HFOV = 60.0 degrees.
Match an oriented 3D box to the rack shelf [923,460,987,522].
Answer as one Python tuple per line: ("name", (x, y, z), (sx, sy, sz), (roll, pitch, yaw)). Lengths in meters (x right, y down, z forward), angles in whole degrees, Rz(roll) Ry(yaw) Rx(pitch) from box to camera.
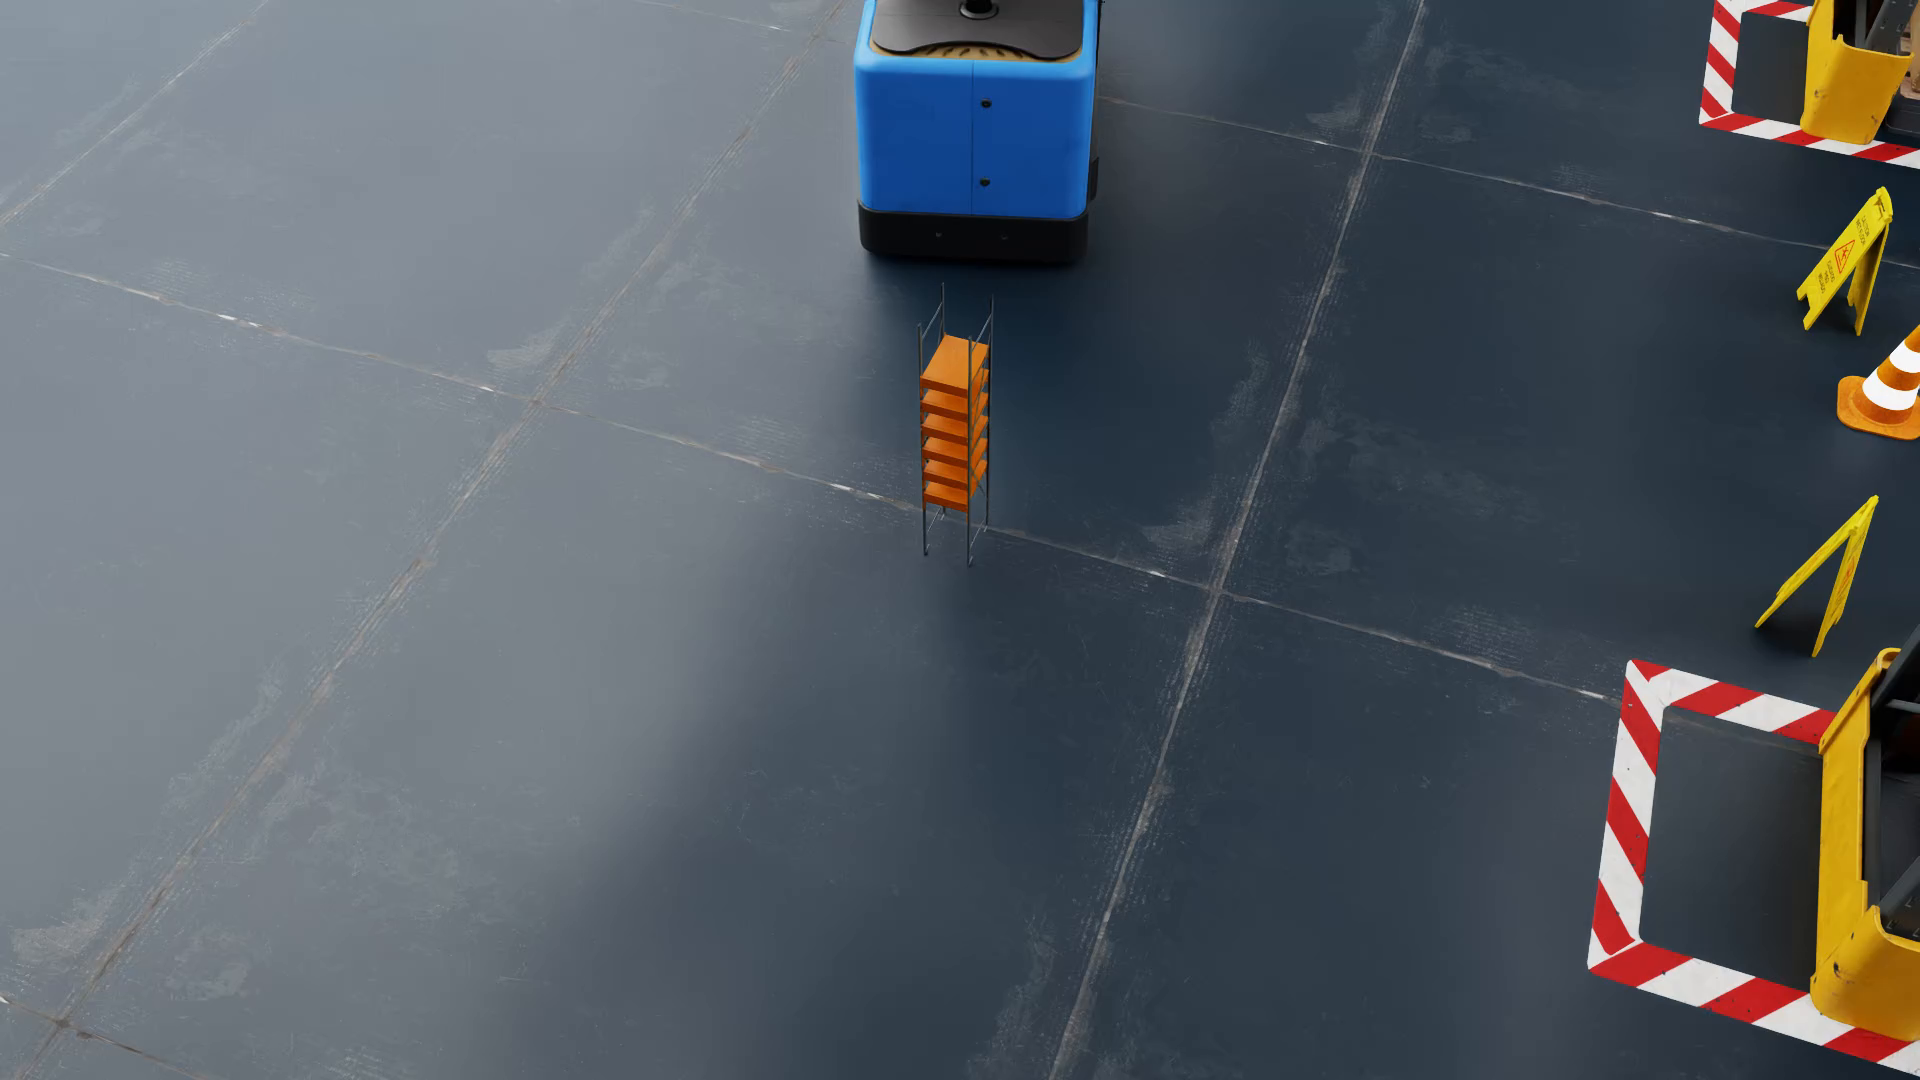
("rack shelf", (-0.014, -0.210, 6.381), (0.180, 0.103, 0.258), (16, 51, 13))

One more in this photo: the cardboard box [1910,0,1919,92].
("cardboard box", (5.286, -2.710, 8.108), (0.875, 0.875, 0.875), (16, 51, 13))

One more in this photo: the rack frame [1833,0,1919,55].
("rack frame", (4.627, -3.399, 7.578), (0.127, 3.000, 1.000), (16, 51, 13))

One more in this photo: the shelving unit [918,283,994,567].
("shelving unit", (-0.014, -0.397, 6.166), (0.189, 1.200, 0.258), (16, 51, 13))

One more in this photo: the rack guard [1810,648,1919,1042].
("rack guard", (3.078, 0.975, 5.441), (0.348, 0.500, 1.175), (16, 51, 13))

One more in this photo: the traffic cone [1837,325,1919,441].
("traffic cone", (3.923, -0.711, 6.926), (0.334, 0.463, 0.336), (16, 51, 13))

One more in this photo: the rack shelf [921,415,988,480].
("rack shelf", (-0.014, -0.368, 6.200), (0.180, 0.103, 0.258), (16, 51, 13))

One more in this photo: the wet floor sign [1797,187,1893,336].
("wet floor sign", (3.914, -1.232, 7.257), (0.232, 0.644, 0.267), (8, 50, 7))

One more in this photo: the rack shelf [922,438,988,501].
("rack shelf", (-0.014, -0.289, 6.291), (0.180, 0.103, 0.258), (16, 51, 13))

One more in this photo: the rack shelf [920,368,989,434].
("rack shelf", (-0.014, -0.525, 6.019), (0.180, 0.103, 0.258), (16, 51, 13))

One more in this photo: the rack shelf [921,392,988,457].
("rack shelf", (-0.014, -0.446, 6.109), (0.180, 0.103, 0.258), (16, 51, 13))

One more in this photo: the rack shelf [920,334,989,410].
("rack shelf", (-0.014, -0.603, 5.928), (0.180, 0.103, 0.258), (16, 51, 13))

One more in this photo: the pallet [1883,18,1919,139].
("pallet", (5.404, -2.332, 8.498), (1.213, 0.211, 1.003), (16, 51, 13))

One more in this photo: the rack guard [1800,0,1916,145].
("rack guard", (4.605, -2.587, 8.528), (0.348, 0.500, 1.175), (16, 51, 13))

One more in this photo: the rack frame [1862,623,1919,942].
("rack frame", (3.007, 0.136, 4.514), (0.127, 3.000, 1.000), (16, 51, 13))

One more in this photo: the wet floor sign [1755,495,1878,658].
("wet floor sign", (3.199, 0.099, 6.104), (0.232, 0.644, 0.267), (33, 57, 25))

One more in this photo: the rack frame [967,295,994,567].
("rack frame", (0.072, -0.373, 6.146), (0.006, 1.200, 0.240), (16, 51, 13))

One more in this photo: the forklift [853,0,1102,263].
("forklift", (0.161, -3.348, 7.578), (1.130, 2.935, 3.031), (3, 49, 3))

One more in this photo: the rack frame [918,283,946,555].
("rack frame", (-0.099, -0.421, 6.187), (0.006, 1.200, 0.240), (16, 51, 13))
